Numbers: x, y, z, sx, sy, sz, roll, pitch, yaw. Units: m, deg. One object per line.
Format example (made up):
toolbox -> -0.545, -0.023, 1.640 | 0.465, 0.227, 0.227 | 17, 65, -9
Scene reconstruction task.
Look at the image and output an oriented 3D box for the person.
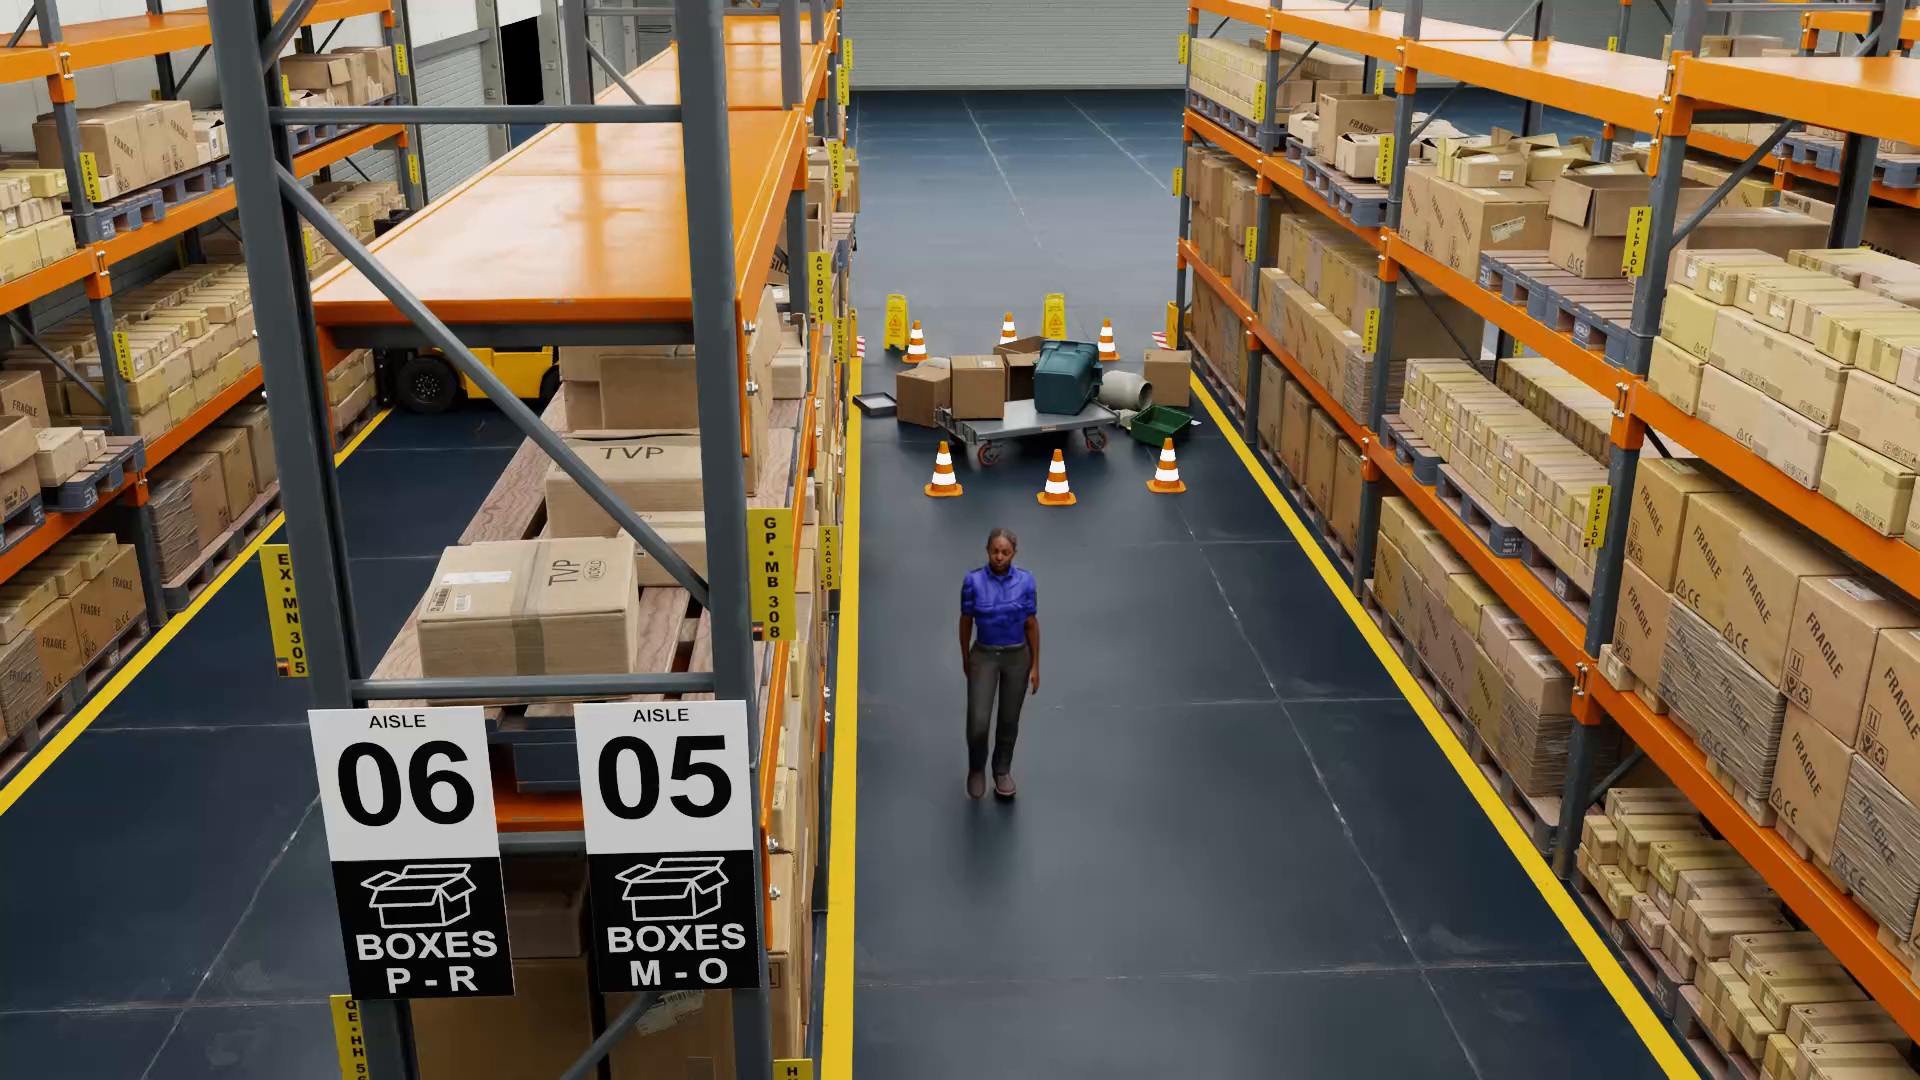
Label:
person -> 0.231, 0.743, 9.573 | 0.455, 1.679, 0.443 | -1, 21, -4
